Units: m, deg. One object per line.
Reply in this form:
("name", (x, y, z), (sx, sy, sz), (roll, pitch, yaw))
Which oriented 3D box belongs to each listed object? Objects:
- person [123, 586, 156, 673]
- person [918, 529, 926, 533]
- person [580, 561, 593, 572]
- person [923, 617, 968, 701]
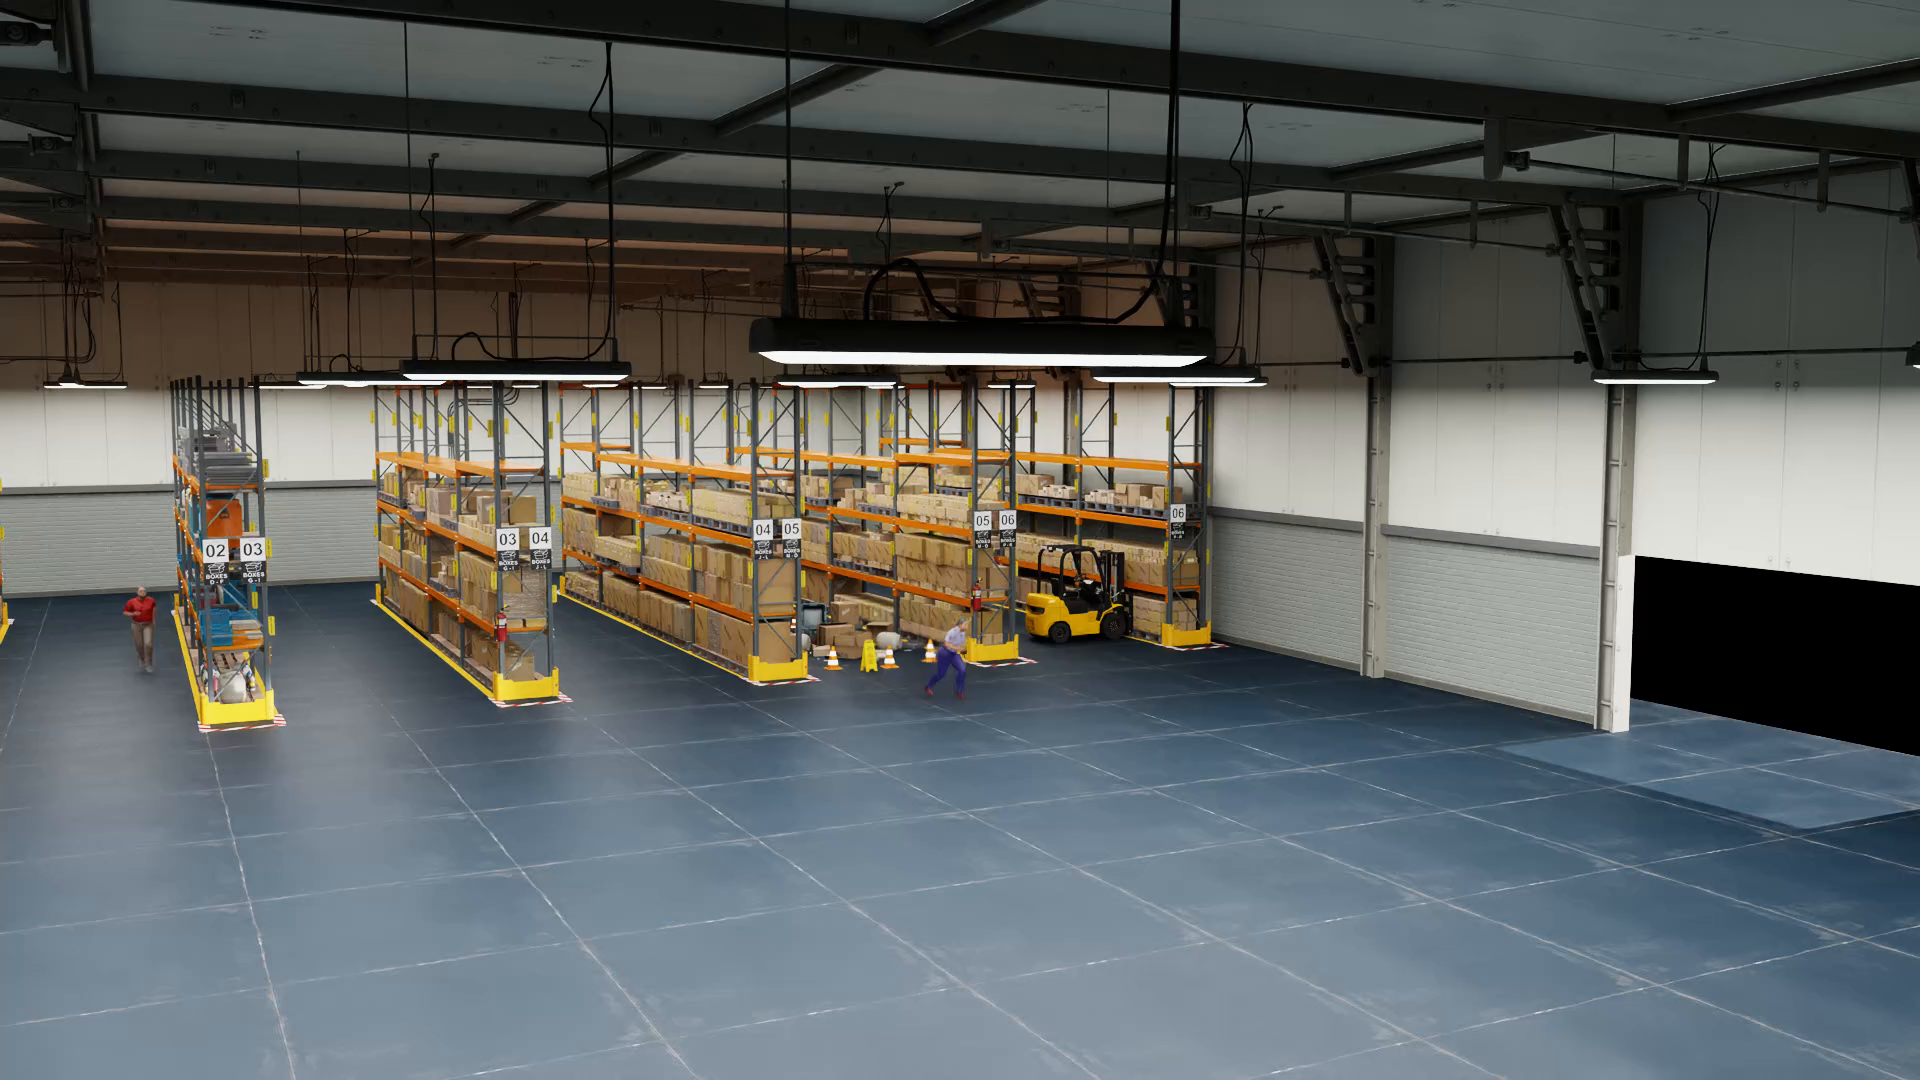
("person", (-16.832, 1.840, 34.179), (0.631, 1.790, 0.830), (-3, 6, -30))
("person", (-0.985, 0.589, 44.929), (0.631, 1.866, 0.800), (-3, 6, -32))
("person", (-10.906, 0.574, 48.766), (0.514, 1.654, 0.682), (0, 5, -1))
("person", (-0.253, 2.217, 31.051), (0.957, 1.612, 0.649), (3, 6, 31))
